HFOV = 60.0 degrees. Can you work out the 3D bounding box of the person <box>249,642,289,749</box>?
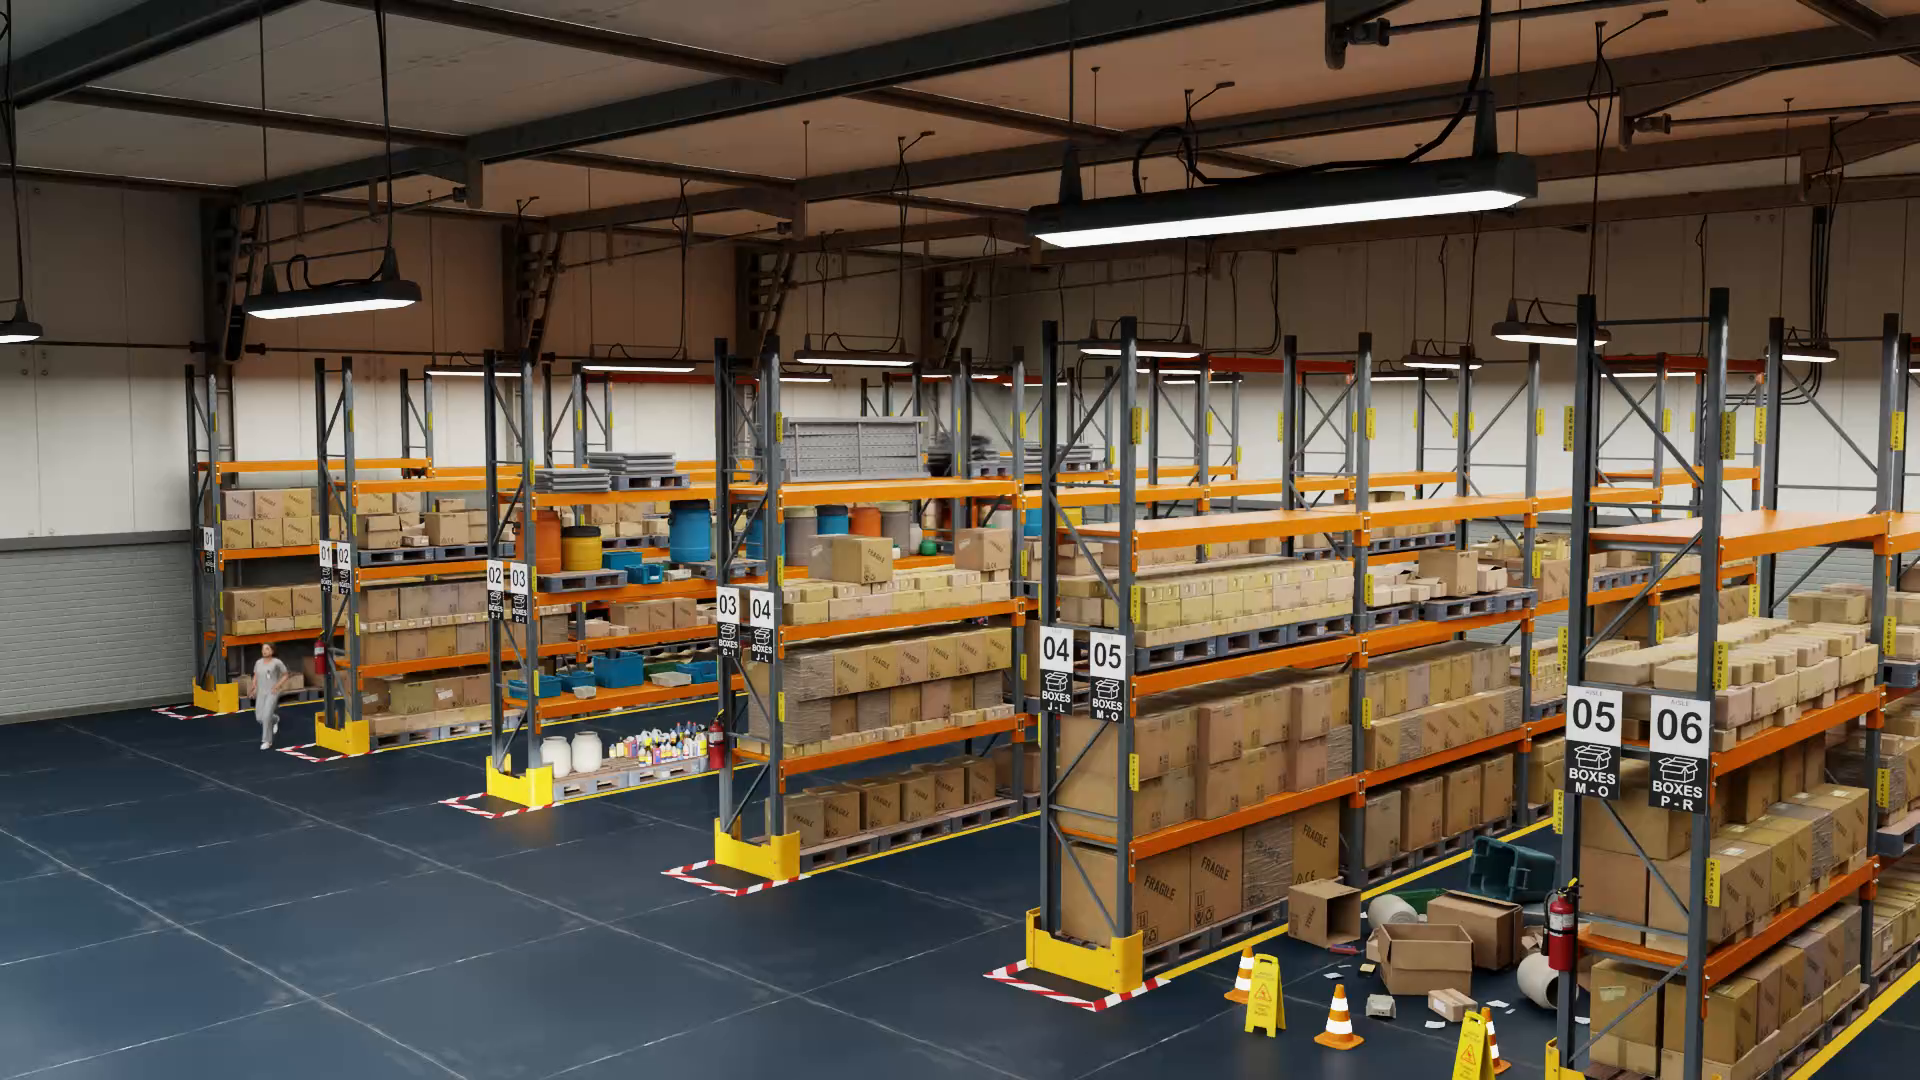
[{"bbox_3d":[-10.696,2.425,25.820,0.565,1.571,0.629,0,4,6],"label":"person"}]
